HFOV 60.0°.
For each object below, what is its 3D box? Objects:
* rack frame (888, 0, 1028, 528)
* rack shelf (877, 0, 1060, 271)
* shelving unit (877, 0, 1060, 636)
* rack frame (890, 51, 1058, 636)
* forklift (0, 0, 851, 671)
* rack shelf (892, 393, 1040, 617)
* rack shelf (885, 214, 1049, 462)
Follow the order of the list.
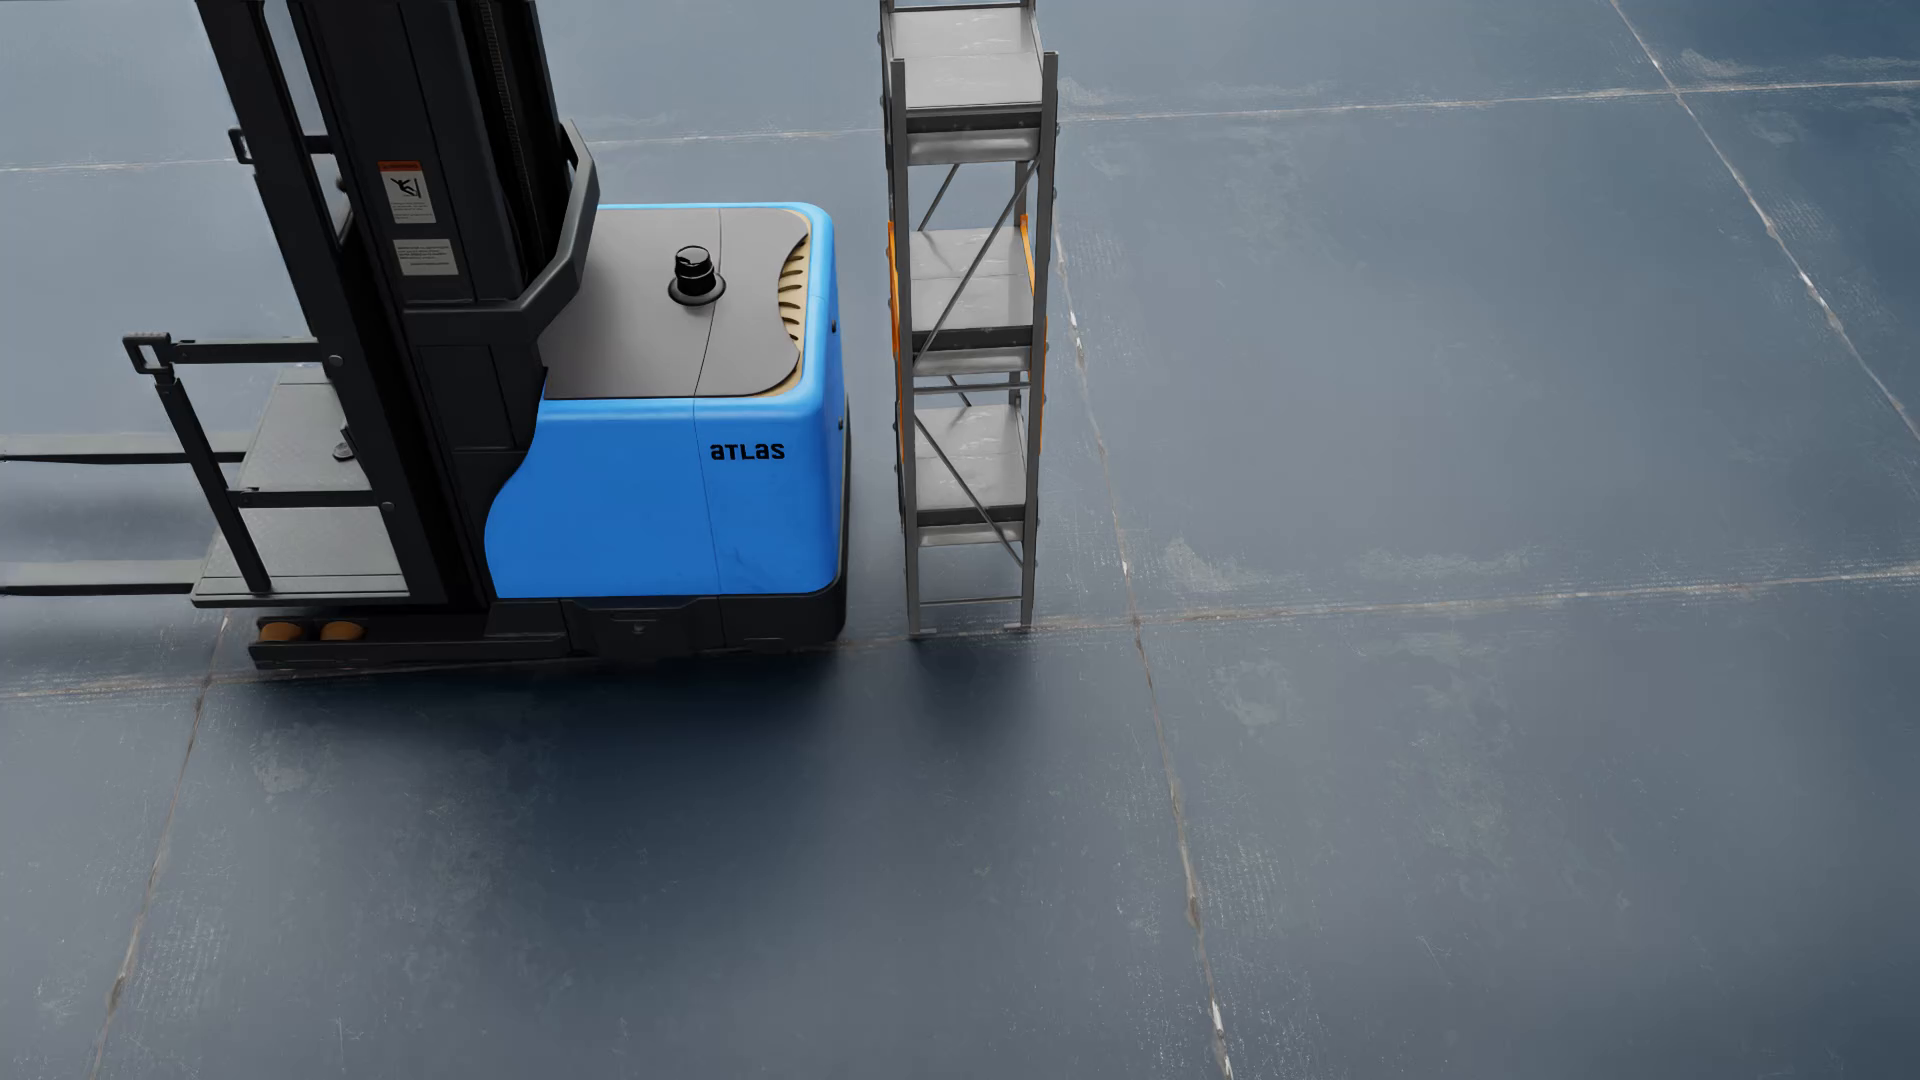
[{"bbox_3d":[-0.007,-0.779,5.041,0.400,2.100,0.015,-3,47,-3],"label":"rack frame"},{"bbox_3d":[0.014,-1.074,4.376,0.431,0.518,0.480,-3,47,-3],"label":"rack shelf"},{"bbox_3d":[0.014,-0.602,4.874,0.431,2.100,0.503,-3,47,-3],"label":"shelving unit"},{"bbox_3d":[0.034,-0.426,4.707,0.400,2.100,0.015,-3,47,-3],"label":"rack frame"},{"bbox_3d":[-1.897,-0.978,4.657,3.031,2.935,1.130,-1,47,-1],"label":"forklift"},{"bbox_3d":[0.014,-0.112,5.392,0.431,0.518,0.480,-3,47,-3],"label":"rack shelf"},{"bbox_3d":[0.014,-0.593,4.884,0.431,0.518,0.480,-3,47,-3],"label":"rack shelf"}]
